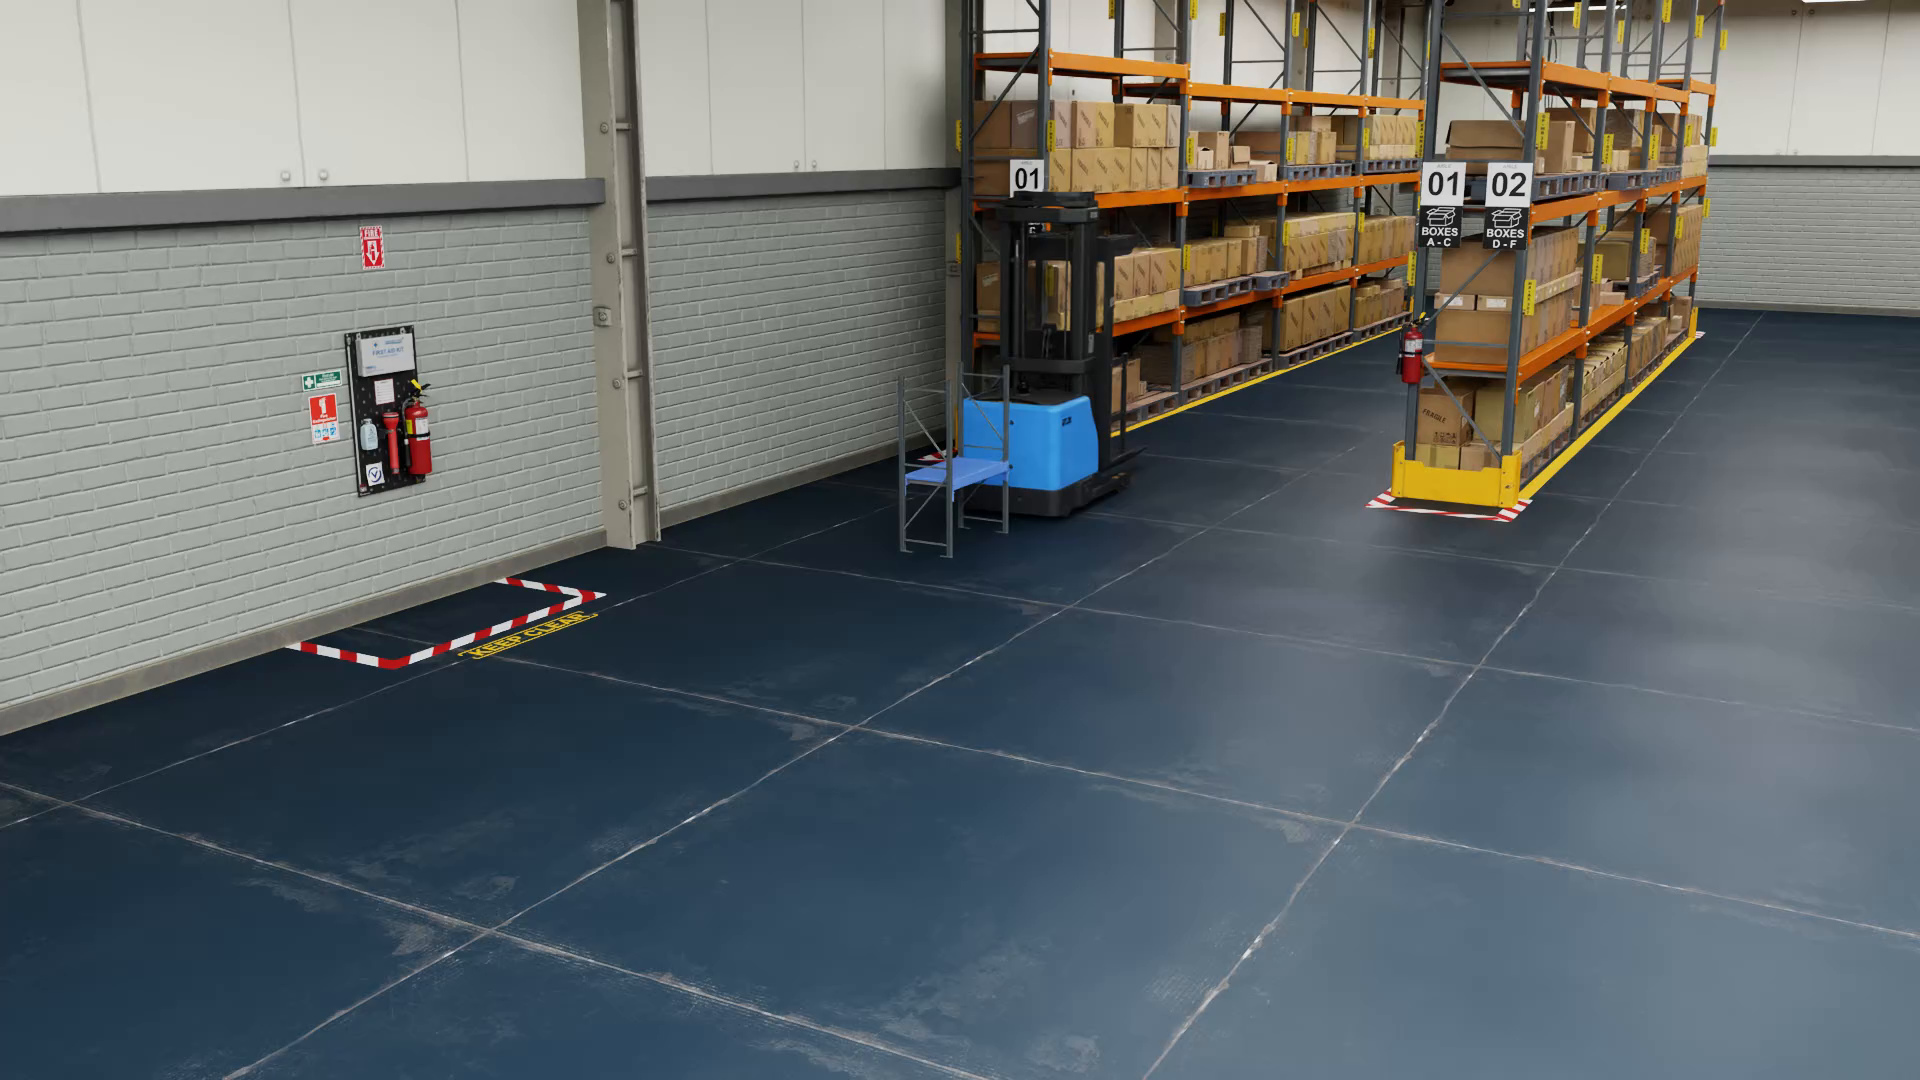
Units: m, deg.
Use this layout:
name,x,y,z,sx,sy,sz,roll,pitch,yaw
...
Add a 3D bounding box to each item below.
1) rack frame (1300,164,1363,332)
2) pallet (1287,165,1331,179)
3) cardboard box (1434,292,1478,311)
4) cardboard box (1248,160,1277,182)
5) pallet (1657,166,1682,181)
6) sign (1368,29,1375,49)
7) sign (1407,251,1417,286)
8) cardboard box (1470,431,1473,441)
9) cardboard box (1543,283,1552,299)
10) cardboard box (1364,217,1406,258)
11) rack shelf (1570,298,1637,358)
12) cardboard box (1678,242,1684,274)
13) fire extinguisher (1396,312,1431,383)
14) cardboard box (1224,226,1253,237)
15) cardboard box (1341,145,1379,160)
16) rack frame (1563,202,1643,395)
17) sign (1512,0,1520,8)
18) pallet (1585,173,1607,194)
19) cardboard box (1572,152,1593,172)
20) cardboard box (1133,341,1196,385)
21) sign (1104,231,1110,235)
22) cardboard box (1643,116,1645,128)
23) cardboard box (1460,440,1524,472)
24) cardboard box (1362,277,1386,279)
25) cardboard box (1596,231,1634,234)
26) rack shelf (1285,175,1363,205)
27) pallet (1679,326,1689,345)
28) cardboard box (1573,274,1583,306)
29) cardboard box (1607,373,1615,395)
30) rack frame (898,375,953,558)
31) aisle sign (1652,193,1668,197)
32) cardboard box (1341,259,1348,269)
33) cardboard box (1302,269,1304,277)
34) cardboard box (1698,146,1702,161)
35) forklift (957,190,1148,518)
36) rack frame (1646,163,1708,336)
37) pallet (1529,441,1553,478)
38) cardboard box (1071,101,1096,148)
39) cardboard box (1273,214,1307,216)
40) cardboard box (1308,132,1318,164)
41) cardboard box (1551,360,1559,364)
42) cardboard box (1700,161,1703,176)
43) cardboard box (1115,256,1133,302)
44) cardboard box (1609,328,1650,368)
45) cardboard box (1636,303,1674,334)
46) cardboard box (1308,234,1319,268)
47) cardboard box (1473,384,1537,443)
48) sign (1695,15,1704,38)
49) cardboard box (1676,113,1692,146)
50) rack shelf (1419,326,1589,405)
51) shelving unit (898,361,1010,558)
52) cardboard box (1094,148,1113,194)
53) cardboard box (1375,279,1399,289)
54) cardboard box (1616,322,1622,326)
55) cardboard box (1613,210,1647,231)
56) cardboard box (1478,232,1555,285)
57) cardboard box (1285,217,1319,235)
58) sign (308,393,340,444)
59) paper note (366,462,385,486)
name,x,y,z,sx,sy,sz,roll,pitch,yaw
rack frame,6.281,-4.886,28.399,1.000,3.000,0.127,7,15,28
pallet,5.151,-5.799,26.192,1.003,0.211,1.213,8,16,31
cardboard box,4.836,-2.327,16.189,0.380,0.149,0.250,7,15,27
cardboard box,4.236,-5.311,23.912,0.500,0.311,0.500,7,15,28
pallet,10.243,-5.566,25.223,1.213,0.211,1.003,7,15,28
sign,6.762,-8.236,27.332,0.100,0.325,0.005,7,15,28
sign,4.350,-2.606,15.966,0.100,0.325,0.005,7,15,28
cardboard box,5.050,-0.978,17.162,0.500,0.250,0.500,7,15,28
cardboard box,5.941,-2.599,17.315,0.380,0.149,0.250,8,15,29
cardboard box,7.635,-5.596,30.705,0.980,0.700,0.700,7,15,28
rack shelf,7.719,-2.745,21.053,1.077,0.370,4.000,7,15,28
cardboard box,11.349,-4.553,26.806,0.500,0.500,0.500,8,16,29
fire extinguisher,4.355,-1.854,15.989,0.296,0.674,0.183,7,15,28
cardboard box,4.065,-4.501,24.267,0.380,0.149,0.250,5,14,19
cardboard box,6.846,-6.636,28.468,0.500,0.250,0.500,7,15,28
rack frame,8.686,-3.505,22.670,1.000,3.000,0.127,7,15,28
sign,6.271,-6.152,18.689,0.100,0.325,0.005,7,15,28
pallet,7.167,-4.232,19.694,0.805,0.209,1.217,7,15,26
cardboard box,7.058,-4.399,19.403,0.500,0.250,0.500,9,16,34
cardboard box,2.755,-2.396,22.467,0.700,0.500,0.500,8,16,30
sign,1.926,-3.869,21.713,0.100,0.325,0.005,7,15,28
cardboard box,9.395,-5.796,23.426,0.500,0.500,0.500,7,15,28
cardboard box,5.272,-0.816,16.487,0.500,0.250,0.500,7,15,28
cardboard box,7.850,-4.904,31.529,0.380,0.149,0.250,7,15,28
cardboard box,10.195,-4.506,25.715,0.700,0.500,0.500,2,14,9
rack shelf,5.315,-5.584,26.430,1.077,0.370,4.000,7,15,28
pallet,12.132,-3.611,29.062,1.003,0.211,1.213,7,15,28
cardboard box,7.392,-2.996,20.349,0.500,0.500,0.500,9,16,32
cardboard box,8.153,-2.027,21.514,0.500,0.250,0.500,8,16,29
rack frame,-0.287,-0.607,13.853,0.500,1.500,0.032,7,15,28
aisle sign,12.329,-6.457,29.370,0.394,0.787,0.004,7,15,28
cardboard box,6.264,-4.617,27.780,0.380,0.149,0.250,8,16,29
cardboard box,5.173,-4.209,26.087,0.380,0.149,0.250,8,16,29
cardboard box,12.042,-6.435,27.679,0.500,0.250,0.500,7,15,28
forklift,1.058,-1.931,16.290,1.130,2.935,3.031,6,15,25
rack frame,12.553,-5.146,29.478,1.000,3.000,0.127,7,15,28
pallet,5.742,-0.919,17.894,1.003,0.211,1.213,7,15,28
cardboard box,1.166,-4.575,18.321,0.500,0.500,0.500,7,15,27
cardboard box,5.346,-5.177,27.116,0.500,0.250,0.500,7,15,26
cardboard box,5.249,-6.221,26.387,0.700,0.500,0.500,7,15,28
cardboard box,7.186,-2.149,20.822,0.500,0.311,0.500,7,15,28
cardboard box,12.284,-6.295,28.163,0.500,0.250,0.500,7,15,28
cardboard box,1.716,-3.102,19.677,0.500,0.500,0.500,8,16,30
cardboard box,9.651,-2.775,24.037,0.500,0.500,0.500,7,15,27
cardboard box,11.523,-3.712,27.917,0.797,0.503,0.637,7,15,28
cardboard box,5.309,-4.547,26.102,0.500,0.500,0.500,7,15,28
cardboard box,5.513,-1.283,16.826,0.500,0.500,0.500,7,15,28
sign,11.108,-7.711,24.987,0.100,0.325,0.005,7,15,28
cardboard box,11.187,-6.509,26.385,0.700,0.500,0.500,7,15,28
rack shelf,5.785,-1.924,17.649,1.077,0.370,4.000,7,15,28
shelving unit,-0.041,-0.712,14.285,0.538,1.500,1.048,7,15,28
cardboard box,1.399,-4.194,18.873,0.500,0.500,0.500,8,16,31
cardboard box,7.939,-4.756,30.915,0.380,0.149,0.250,8,16,30
cardboard box,9.676,-3.040,25.138,0.500,0.500,0.500,8,15,29
cardboard box,10.637,-4.993,26.497,0.500,0.500,0.500,7,15,28
cardboard box,5.815,-2.963,17.441,0.700,0.500,0.500,7,15,28
cardboard box,5.290,-4.910,26.009,0.500,0.250,0.500,7,15,28
sign,-4.425,-0.847,11.572,0.001,0.329,0.234,7,15,28
paper note,-4.213,-0.475,11.983,0.016,0.148,0.142,7,15,28
